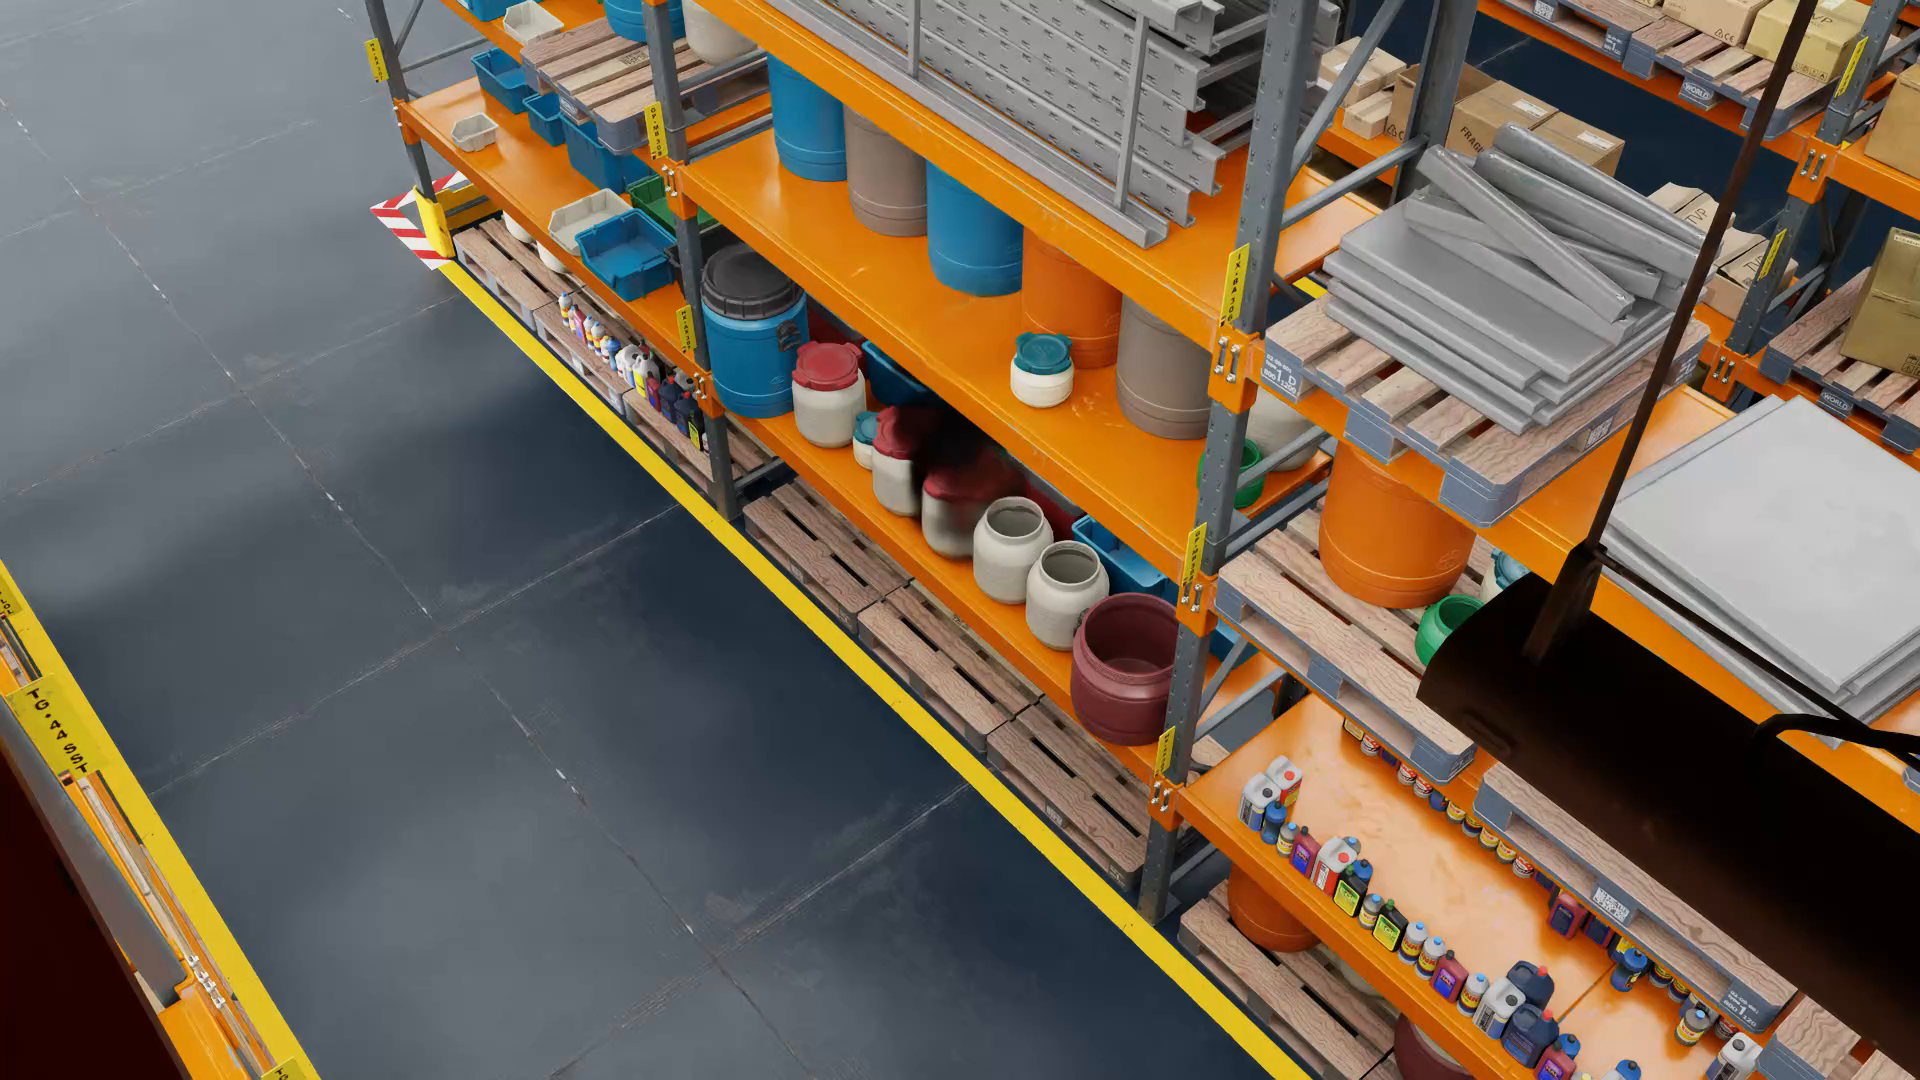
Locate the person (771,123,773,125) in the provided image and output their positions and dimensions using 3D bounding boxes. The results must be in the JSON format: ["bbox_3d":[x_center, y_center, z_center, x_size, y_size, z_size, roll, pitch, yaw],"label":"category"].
[{"bbox_3d":[-1.118,-2.925,12.527,0.968,1.747,0.710,32,54,27],"label":"person"}]
